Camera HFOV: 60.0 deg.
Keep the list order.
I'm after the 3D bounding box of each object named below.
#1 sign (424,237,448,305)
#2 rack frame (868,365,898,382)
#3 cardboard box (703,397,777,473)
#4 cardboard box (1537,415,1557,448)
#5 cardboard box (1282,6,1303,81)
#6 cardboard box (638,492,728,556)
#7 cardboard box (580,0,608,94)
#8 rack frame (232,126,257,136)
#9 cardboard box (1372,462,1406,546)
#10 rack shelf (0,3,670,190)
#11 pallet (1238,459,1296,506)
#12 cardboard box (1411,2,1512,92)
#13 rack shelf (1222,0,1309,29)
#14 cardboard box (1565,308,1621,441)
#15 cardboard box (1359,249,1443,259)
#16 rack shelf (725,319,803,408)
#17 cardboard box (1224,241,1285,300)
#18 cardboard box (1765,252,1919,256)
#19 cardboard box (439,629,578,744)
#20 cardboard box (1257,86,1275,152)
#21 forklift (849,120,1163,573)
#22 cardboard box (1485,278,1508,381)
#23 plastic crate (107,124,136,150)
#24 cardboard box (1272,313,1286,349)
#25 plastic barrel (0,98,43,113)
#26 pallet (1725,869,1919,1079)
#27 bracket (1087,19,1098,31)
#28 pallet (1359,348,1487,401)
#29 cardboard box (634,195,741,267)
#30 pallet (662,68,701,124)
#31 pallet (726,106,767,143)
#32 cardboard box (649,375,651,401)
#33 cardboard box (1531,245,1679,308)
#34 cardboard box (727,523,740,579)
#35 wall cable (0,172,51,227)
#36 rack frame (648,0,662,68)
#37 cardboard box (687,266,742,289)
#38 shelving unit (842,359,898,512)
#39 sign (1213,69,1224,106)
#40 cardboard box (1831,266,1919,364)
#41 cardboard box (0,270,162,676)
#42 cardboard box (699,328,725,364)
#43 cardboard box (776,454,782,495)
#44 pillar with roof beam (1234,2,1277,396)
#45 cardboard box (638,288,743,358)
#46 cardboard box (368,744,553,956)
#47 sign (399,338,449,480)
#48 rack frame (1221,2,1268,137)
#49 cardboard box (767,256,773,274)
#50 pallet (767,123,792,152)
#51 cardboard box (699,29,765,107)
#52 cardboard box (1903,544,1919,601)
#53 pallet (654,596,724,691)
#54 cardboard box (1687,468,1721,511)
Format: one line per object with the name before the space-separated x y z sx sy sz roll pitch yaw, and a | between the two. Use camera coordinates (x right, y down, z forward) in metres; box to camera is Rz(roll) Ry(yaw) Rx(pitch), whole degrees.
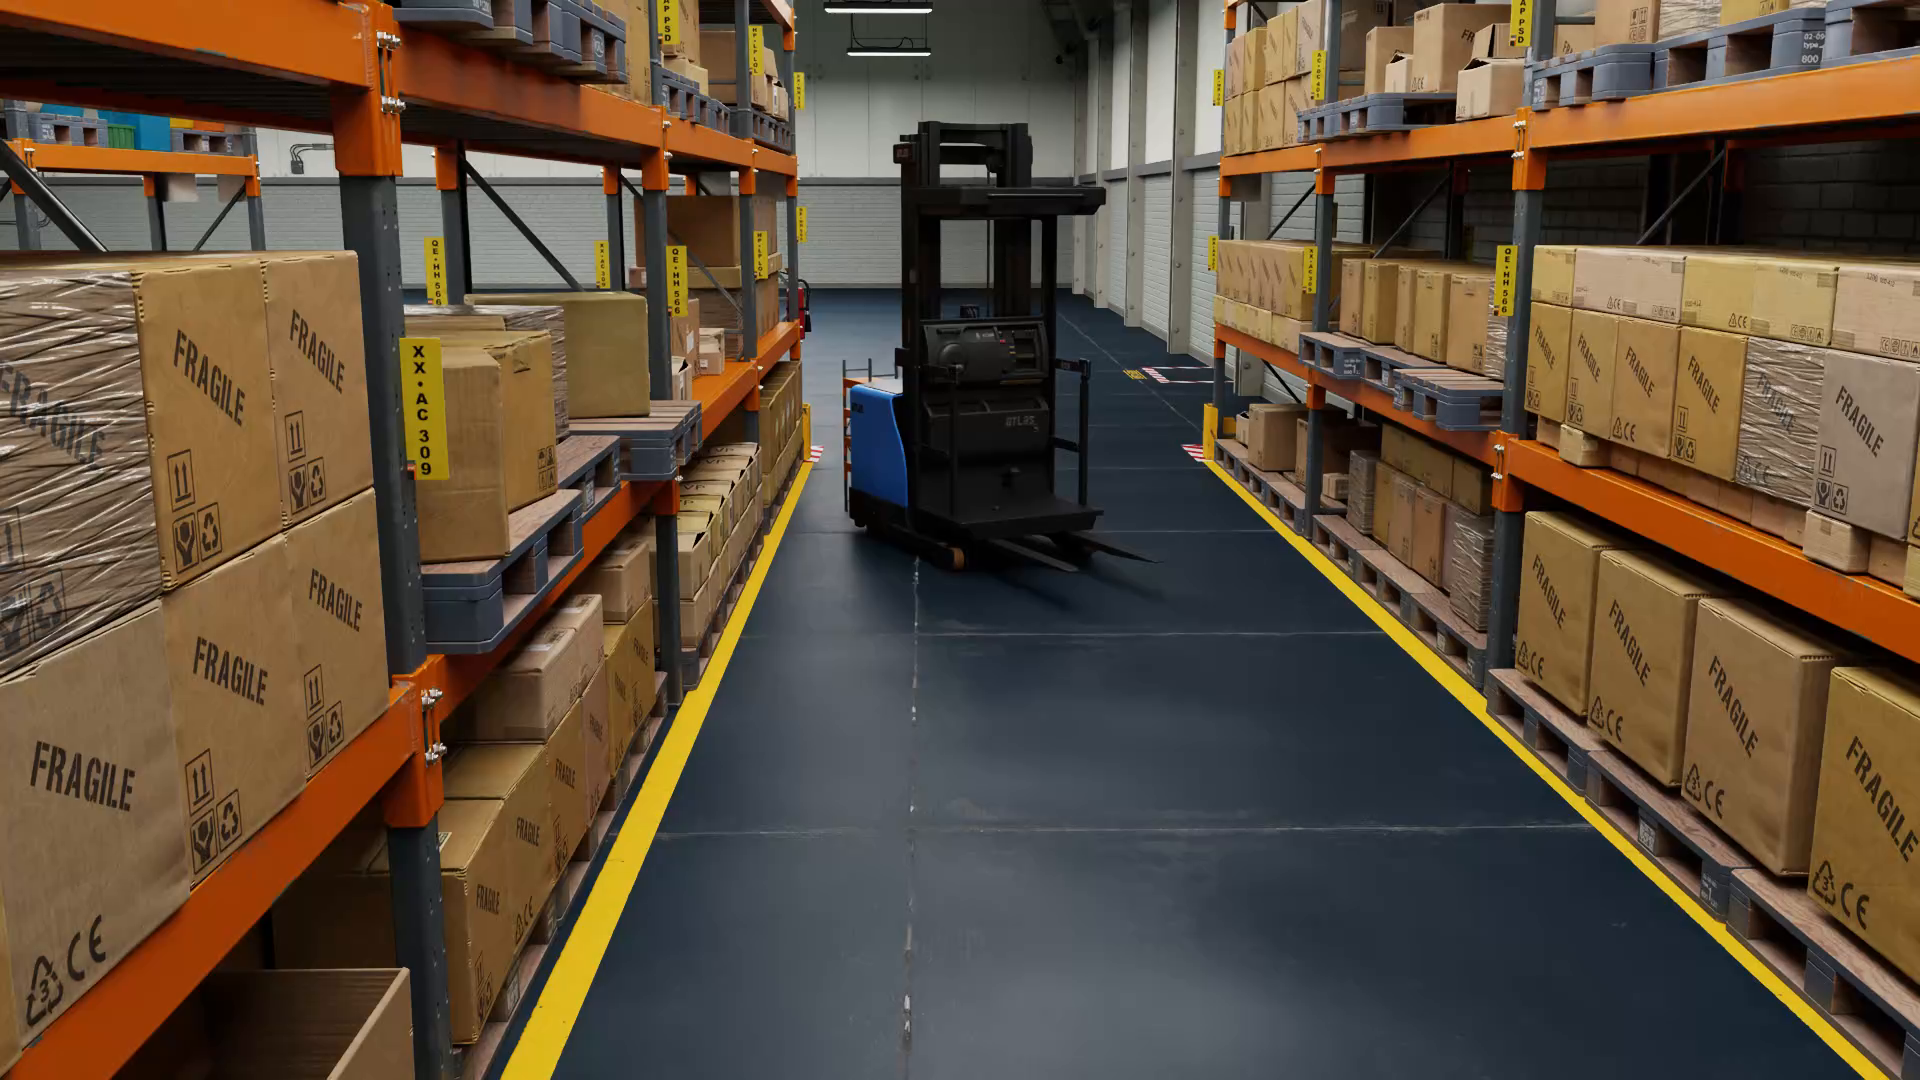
sign | -2.412 -1.231 7.669 0.100 0.325 0.005 0 11 -1
rack frame | -0.580 -0.736 12.671 0.240 1.200 0.015 -6 13 -27
cardboard box | -1.636 -0.781 12.336 0.500 0.500 0.500 0 11 -1
cardboard box | 2.871 -0.508 7.598 0.380 0.149 0.250 0 11 -2
cardboard box | 2.710 -3.709 12.437 0.500 0.500 0.500 0 11 2
cardboard box | -1.602 -0.110 9.508 0.500 0.311 0.500 -1 11 -3
cardboard box | -1.793 -1.894 6.054 0.910 0.500 0.500 0 11 -1
rack frame | -6.975 -5.177 14.944 1.000 3.000 0.127 0 11 -1
cardboard box | 3.106 -0.224 10.801 0.700 0.500 0.500 0 11 -2
rack shelf | -1.815 -1.386 5.612 1.077 0.370 4.000 0 11 -1
pallet | 2.936 -0.492 13.955 1.003 0.211 1.213 0 11 -1
cardboard box | 2.970 -2.853 9.726 0.500 0.500 0.500 -1 11 -3
rack shelf | 2.972 -4.466 13.257 1.077 0.370 4.000 0 11 -1
cardboard box | 2.851 -0.690 6.867 0.500 0.500 0.500 0 11 1
cardboard box | 3.212 -1.881 12.225 0.500 0.500 0.500 -1 11 -2
rack shelf | -1.981 -1.506 13.749 1.077 0.370 4.000 0 11 -1
cardboard box | 2.640 -2.387 14.721 0.500 0.500 0.500 0 11 -1
cardboard box | 3.379 -0.965 6.337 0.500 0.250 0.500 -1 11 -3
cardboard box | -1.561 0.475 5.468 0.500 0.250 0.500 0 11 -1
cardboard box | 2.710 -3.422 13.538 0.500 0.500 0.500 0 11 2
forklift | 0.281 -1.326 11.223 1.130 2.935 3.031 -6 13 -26
cardboard box | 3.076 -1.045 8.309 0.700 0.500 0.500 -2 12 -8
plastic crate | -6.652 -3.123 12.896 0.336 0.188 0.450 0 11 -1
cardboard box | 2.698 -1.611 12.781 0.500 0.250 0.500 0 11 -1
plastic barrel | -6.704 -3.259 11.696 0.421 0.512 0.421 0 11 0
pallet | 3.087 1.321 5.015 1.003 0.211 1.213 0 11 -1
bracket | 2.967 -11.533 37.220 0.235 0.232 0.430 0 11 -1
pallet | 3.014 -0.987 9.860 1.003 0.211 1.213 0 11 -1
cardboard box | -1.955 -2.234 12.014 0.700 0.500 0.500 0 11 -1
pallet | -1.960 -2.178 8.182 1.213 0.211 1.003 0 11 1
pallet | -1.983 -3.057 12.264 1.003 0.211 1.213 0 11 -1
cardboard box | -1.821 -0.695 8.165 0.500 0.311 0.500 0 11 2
cardboard box | 2.848 -1.162 7.308 0.500 0.250 0.500 0 11 0
cardboard box | -1.612 0.065 10.054 0.500 0.250 0.500 0 11 0
wall cable | -27.042 -9.985 46.455 3.097 2.526 0.112 0 11 -1
rack frame | -1.857 -3.606 7.202 1.000 3.000 0.127 0 11 -1
cardboard box | -1.751 -1.882 11.911 0.380 0.149 0.250 0 11 -1
shelving unit | -0.692 -0.779 12.883 0.258 1.200 0.503 -6 13 -27
sign | 2.388 -4.174 15.345 0.100 0.325 0.005 0 11 -1
cardboard box | 2.912 -0.658 4.821 0.500 0.250 0.500 0 11 0
cardboard box | -1.481 -0.109 2.284 0.500 0.500 0.500 0 11 -1
cardboard box | -1.886 -1.290 11.251 0.500 0.250 0.500 0 11 2
cardboard box | -1.651 -0.512 12.900 0.500 0.250 0.500 0 11 -1
pillar with roof beam | -0.618 -6.257 20.268 9.100 9.000 0.400 0 11 -1
cardboard box | -1.955 -1.599 12.143 0.700 0.500 0.500 -1 11 -3
cardboard box | -1.563 0.935 5.085 0.500 0.500 0.500 0 11 0
sign | -1.232 -0.299 3.812 0.100 0.325 0.005 0 11 -1
rack frame | 2.930 -5.218 15.145 1.000 3.000 0.127 0 11 -1
cardboard box | -1.803 -2.343 14.181 0.380 0.149 0.250 0 11 1
pallet | -2.033 -3.543 14.654 1.003 0.211 1.213 0 11 -1
cardboard box | -1.686 -3.356 11.853 0.500 0.500 0.500 1 11 4
cardboard box | 2.859 0.105 4.579 0.380 0.149 0.250 0 11 0
pallet | -1.835 0.537 8.883 1.003 0.211 1.213 0 11 -1
cardboard box | 2.914 -0.203 6.096 0.380 0.149 0.250 0 11 -1
